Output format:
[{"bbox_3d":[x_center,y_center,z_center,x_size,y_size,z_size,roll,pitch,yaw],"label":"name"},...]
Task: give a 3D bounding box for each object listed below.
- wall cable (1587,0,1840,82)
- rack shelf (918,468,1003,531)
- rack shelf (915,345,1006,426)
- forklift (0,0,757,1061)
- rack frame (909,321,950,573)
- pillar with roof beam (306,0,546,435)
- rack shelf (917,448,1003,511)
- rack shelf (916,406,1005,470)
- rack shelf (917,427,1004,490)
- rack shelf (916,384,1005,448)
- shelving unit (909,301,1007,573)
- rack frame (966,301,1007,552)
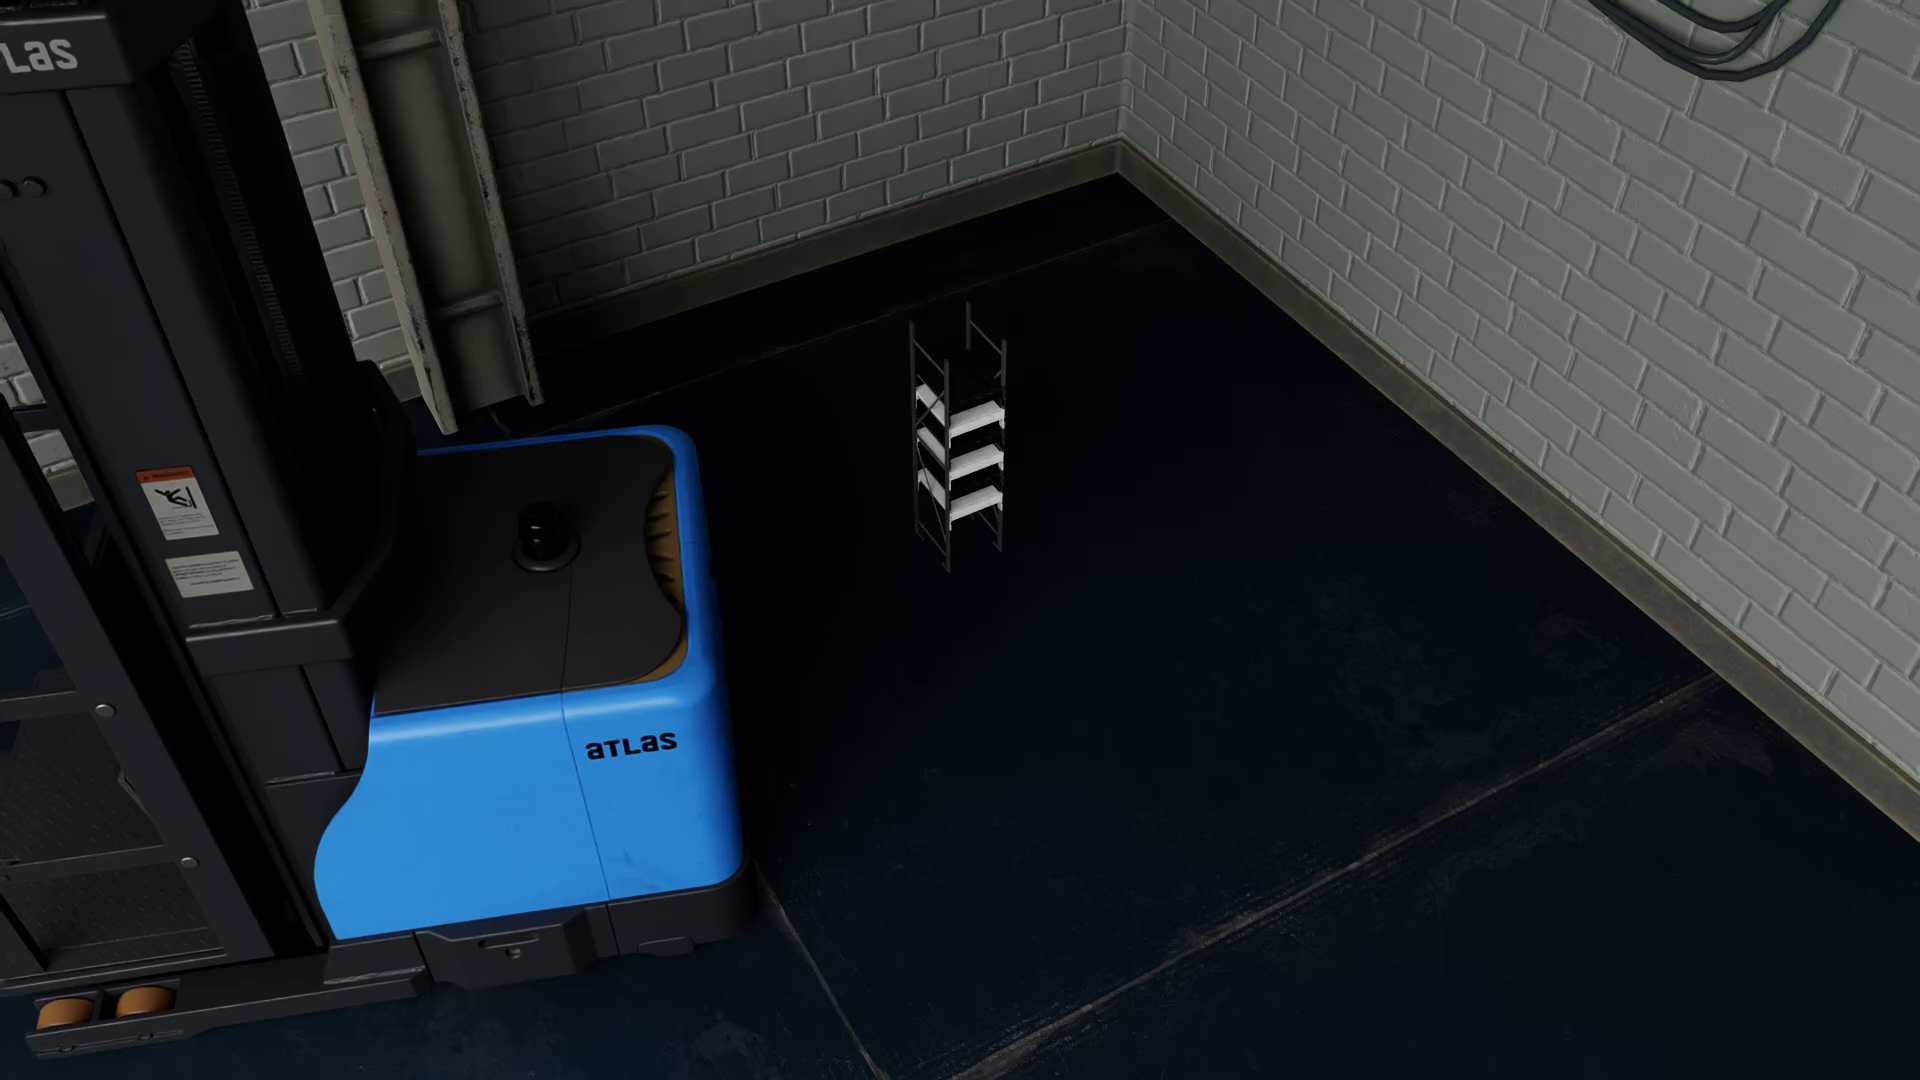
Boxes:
[{"bbox_3d":[1.402,-2.886,4.492,0.112,2.526,3.097,-22,48,-21],"label":"wall cable"},{"bbox_3d":[-0.007,-0.167,5.582,0.200,0.077,0.258,-22,48,-21],"label":"rack shelf"},{"bbox_3d":[-0.007,-0.490,5.269,0.200,0.077,0.258,-22,48,-21],"label":"rack shelf"},{"bbox_3d":[-2.127,-0.101,3.750,3.031,2.935,1.130,-7,45,-7],"label":"forklift"},{"bbox_3d":[-0.095,-0.285,5.397,0.006,0.900,0.240,-22,48,-21],"label":"rack frame"},{"bbox_3d":[0.333,-1.177,0.501,0.400,9.000,9.100,-22,48,-21],"label":"pillar with roof beam"},{"bbox_3d":[-0.007,-0.232,5.520,0.200,0.077,0.258,-22,48,-21],"label":"rack shelf"},{"bbox_3d":[-0.007,-0.361,5.394,0.200,0.077,0.258,-22,48,-21],"label":"rack shelf"},{"bbox_3d":[-0.007,-0.296,5.457,0.200,0.077,0.258,-22,48,-21],"label":"rack shelf"},{"bbox_3d":[-0.007,-0.425,5.332,0.200,0.077,0.258,-22,48,-21],"label":"rack shelf"},{"bbox_3d":[-0.007,-0.320,5.434,0.210,0.900,0.258,-22,48,-21],"label":"shelving unit"},{"bbox_3d":[0.081,-0.355,5.470,0.006,0.900,0.240,-22,48,-21],"label":"rack frame"}]
